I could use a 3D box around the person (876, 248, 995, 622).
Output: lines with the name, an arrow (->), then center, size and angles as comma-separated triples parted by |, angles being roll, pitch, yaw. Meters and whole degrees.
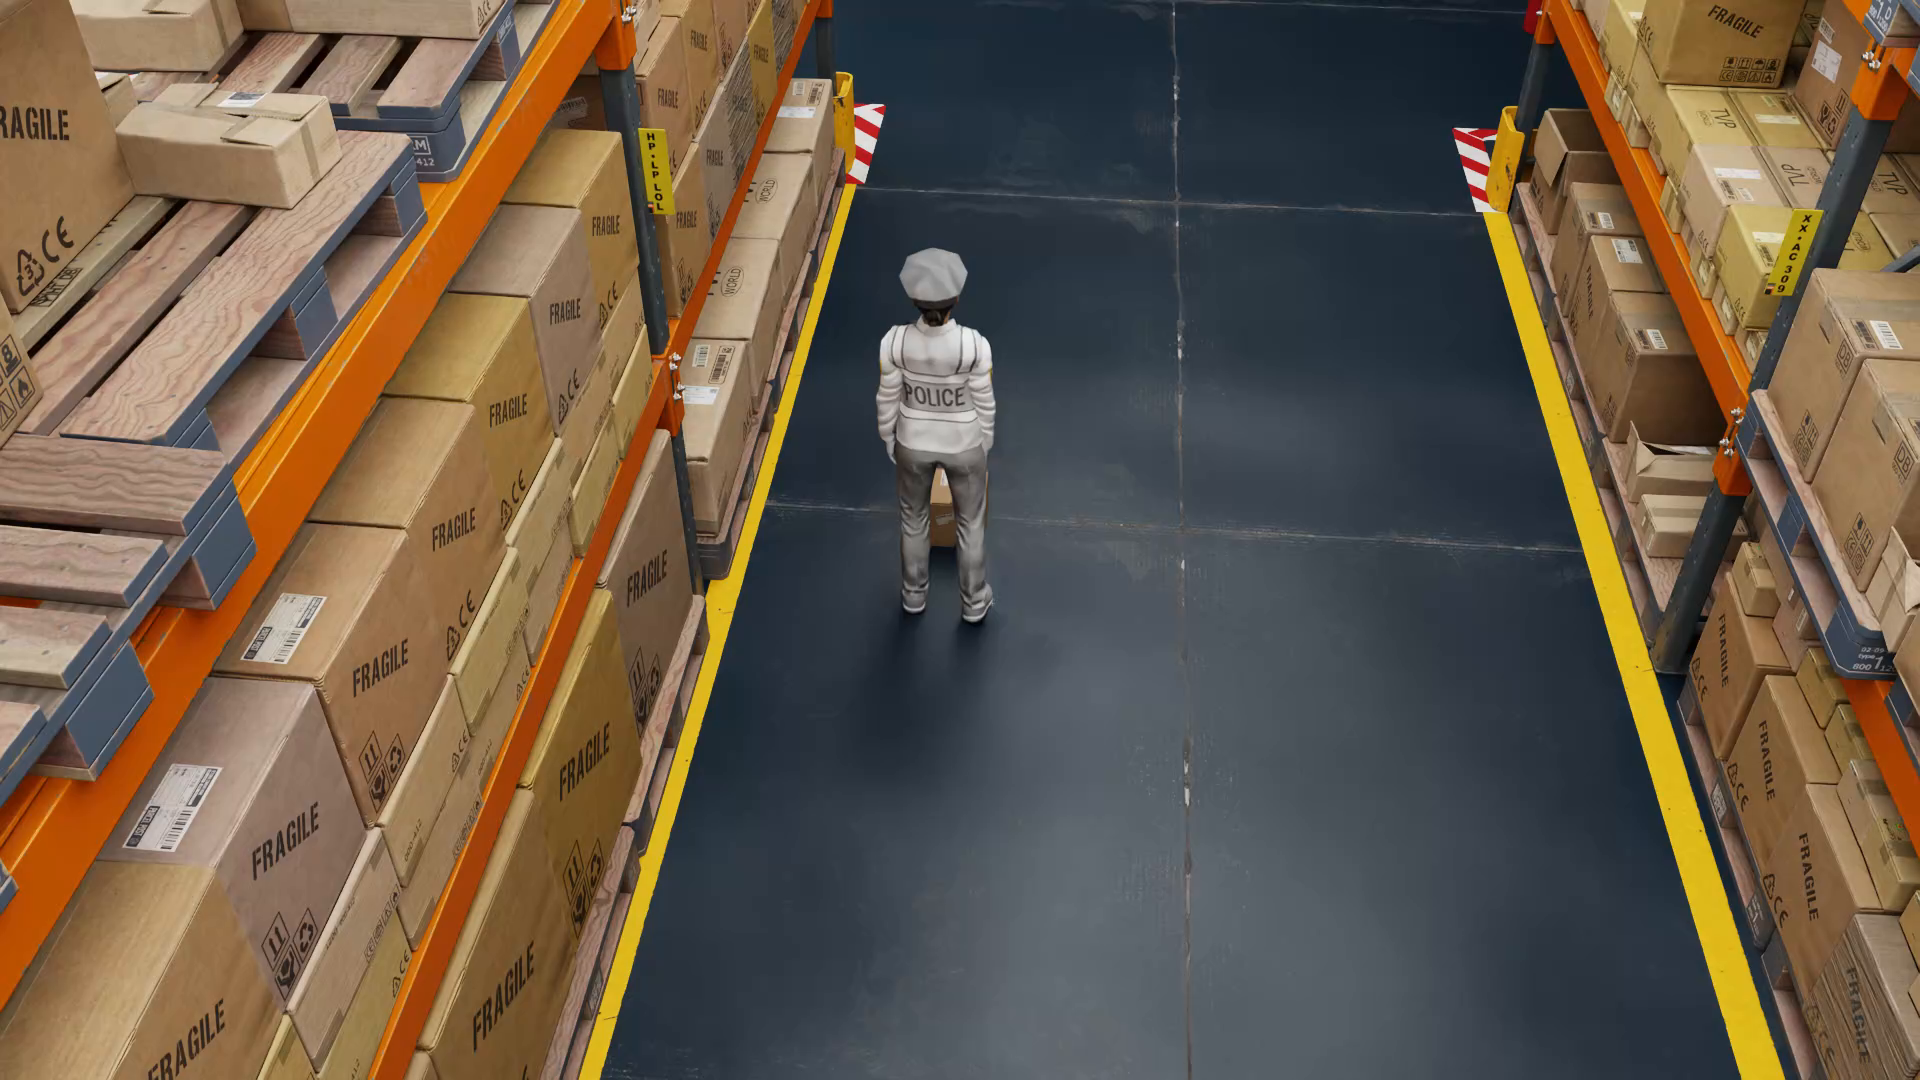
person -> -0.091, -0.378, 6.613 | 0.470, 1.703, 0.322 | 4, 40, 5
